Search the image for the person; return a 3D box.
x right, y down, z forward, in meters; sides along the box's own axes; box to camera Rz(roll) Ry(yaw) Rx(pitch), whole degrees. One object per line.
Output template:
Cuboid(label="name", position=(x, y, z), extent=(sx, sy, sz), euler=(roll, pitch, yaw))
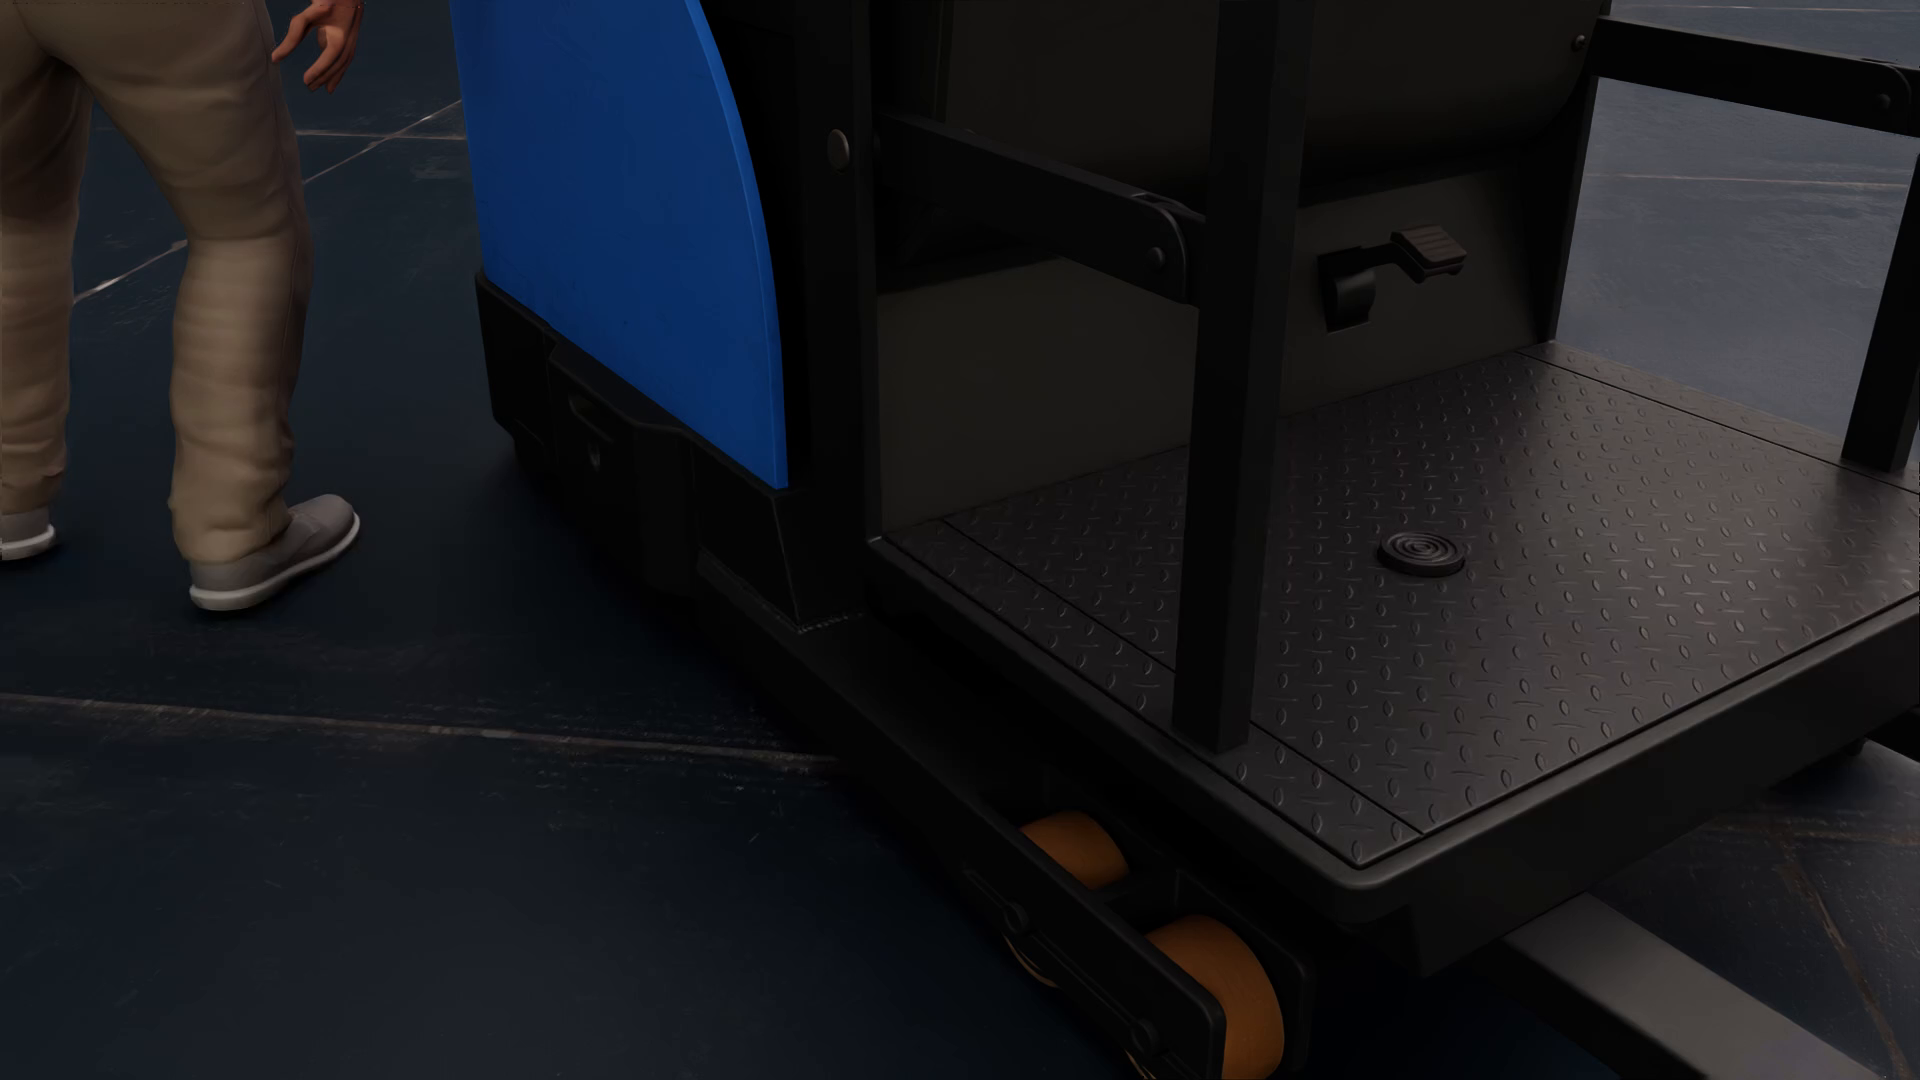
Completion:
Cuboid(label="person", position=(-1.136, -0.738, 2.086), extent=(0.858, 1.701, 0.390), euler=(3, 27, 5))

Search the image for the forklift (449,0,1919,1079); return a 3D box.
Cuboid(label="forklift", position=(0.466, -1.050, 1.321), extent=(1.130, 2.935, 3.031), euler=(-17, 31, -30))
